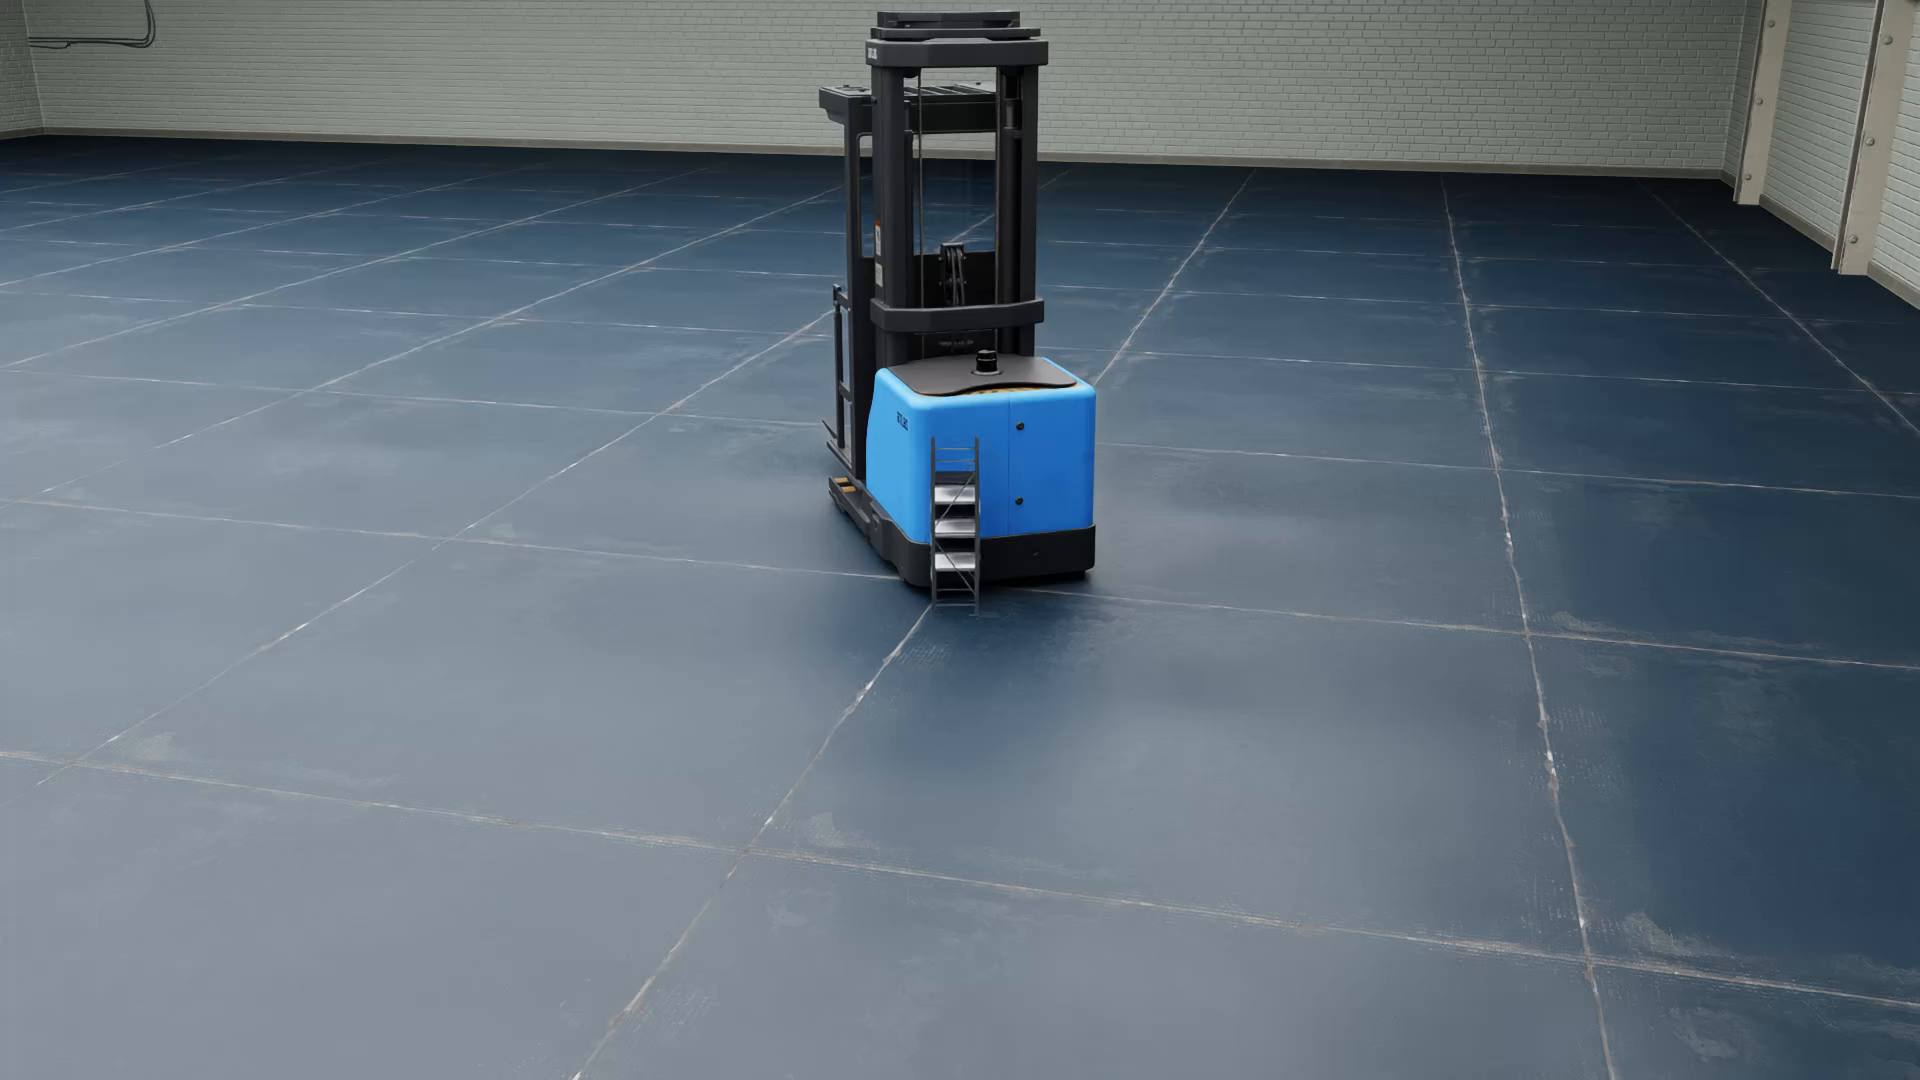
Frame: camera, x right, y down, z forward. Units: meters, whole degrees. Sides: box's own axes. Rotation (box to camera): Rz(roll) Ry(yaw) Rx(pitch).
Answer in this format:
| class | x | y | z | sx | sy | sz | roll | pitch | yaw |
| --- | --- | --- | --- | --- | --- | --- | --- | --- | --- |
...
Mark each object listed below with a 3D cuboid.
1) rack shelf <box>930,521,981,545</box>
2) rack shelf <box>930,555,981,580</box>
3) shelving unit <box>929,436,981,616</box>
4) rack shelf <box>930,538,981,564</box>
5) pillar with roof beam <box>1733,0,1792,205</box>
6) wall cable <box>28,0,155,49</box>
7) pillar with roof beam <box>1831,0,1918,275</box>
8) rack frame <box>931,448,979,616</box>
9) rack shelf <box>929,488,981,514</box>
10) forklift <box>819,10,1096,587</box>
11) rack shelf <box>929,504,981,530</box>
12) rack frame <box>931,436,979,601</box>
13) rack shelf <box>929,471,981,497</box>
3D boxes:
| class | x | y | z | sx | sy | sz | roll | pitch | yaw |
| --- | --- | --- | --- | --- | --- | --- | --- | --- | --- |
| rack shelf | -0.025 | -0.035 | 8.491 | 0.258 | 0.077 | 0.200 | 0 | 21 | 0 |
| rack shelf | -0.025 | 0.134 | 8.554 | 0.258 | 0.077 | 0.200 | 0 | 21 | 0 |
| shelving unit | -0.025 | -0.066 | 8.480 | 0.258 | 0.900 | 0.210 | 0 | 21 | 0 |
| rack shelf | -0.025 | 0.049 | 8.523 | 0.258 | 0.077 | 0.200 | 0 | 21 | 0 |
| pillar with roof beam | 7.118 | -9.440 | 23.403 | 9.100 | 9.000 | 0.400 | 5 | 19 | 13 |
| wall cable | -17.251 | -10.937 | 32.590 | 3.097 | 2.526 | 0.112 | 5 | 19 | 13 |
| pillar with roof beam | 5.652 | -7.559 | 17.897 | 9.100 | 9.000 | 0.400 | 5 | 19 | 13 |
| rack frame | -0.025 | -0.030 | 8.384 | 0.240 | 0.900 | 0.006 | 0 | 21 | 0 |
| rack shelf | -0.025 | -0.203 | 8.428 | 0.258 | 0.077 | 0.200 | 0 | 21 | 0 |
| forklift | -0.182 | -1.581 | 9.782 | 1.130 | 2.935 | 3.031 | -6 | 20 | -16 |
| rack shelf | -0.025 | -0.119 | 8.460 | 0.258 | 0.077 | 0.200 | 0 | 21 | 0 |
| rack frame | -0.026 | -0.102 | 8.575 | 0.240 | 0.900 | 0.006 | 0 | 21 | 0 |
| rack shelf | -0.025 | -0.288 | 8.396 | 0.258 | 0.077 | 0.200 | 0 | 21 | 0 |
